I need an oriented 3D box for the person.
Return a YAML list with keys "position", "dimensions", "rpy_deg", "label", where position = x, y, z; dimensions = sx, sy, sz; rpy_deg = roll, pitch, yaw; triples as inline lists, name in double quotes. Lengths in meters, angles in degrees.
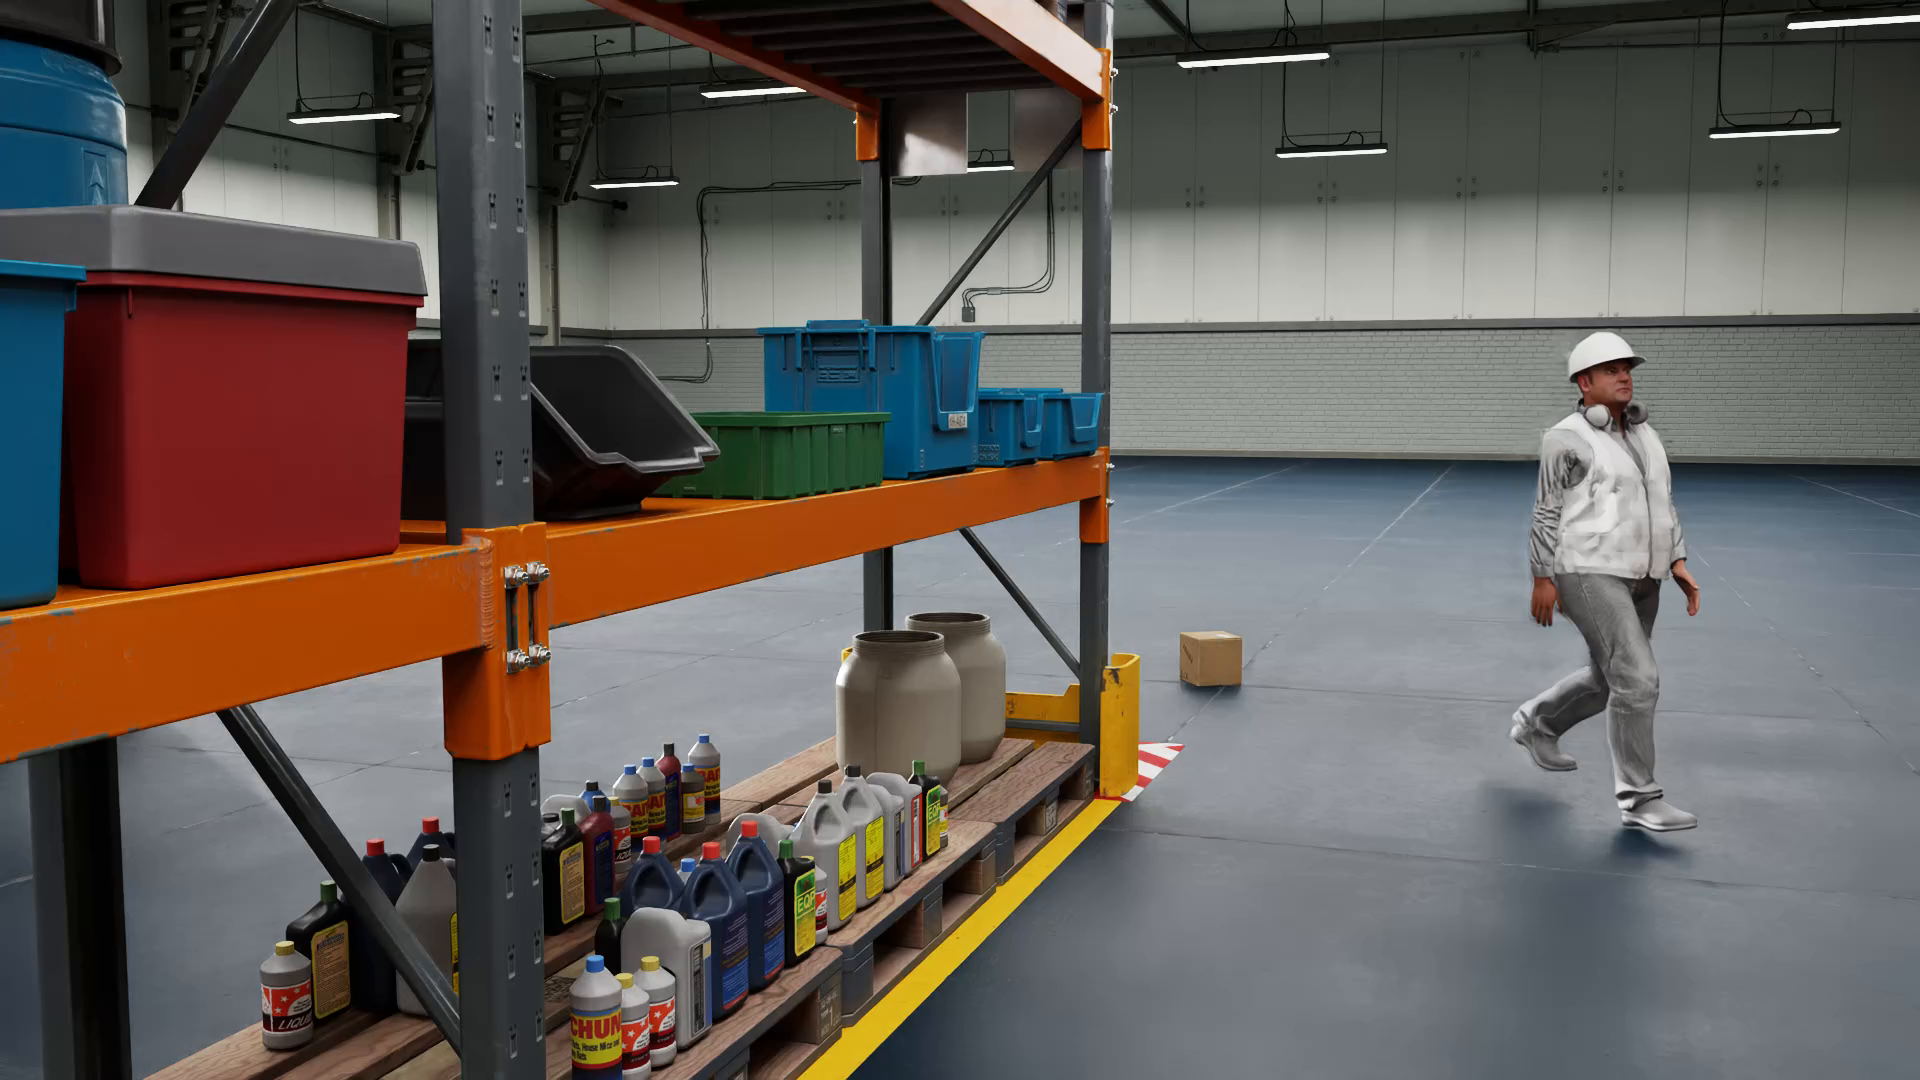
- position: [2.346, 0.118, 6.037]
  dimensions: [0.532, 1.736, 0.982]
  rpy_deg: [-3, 6, -28]
  label: "person"
